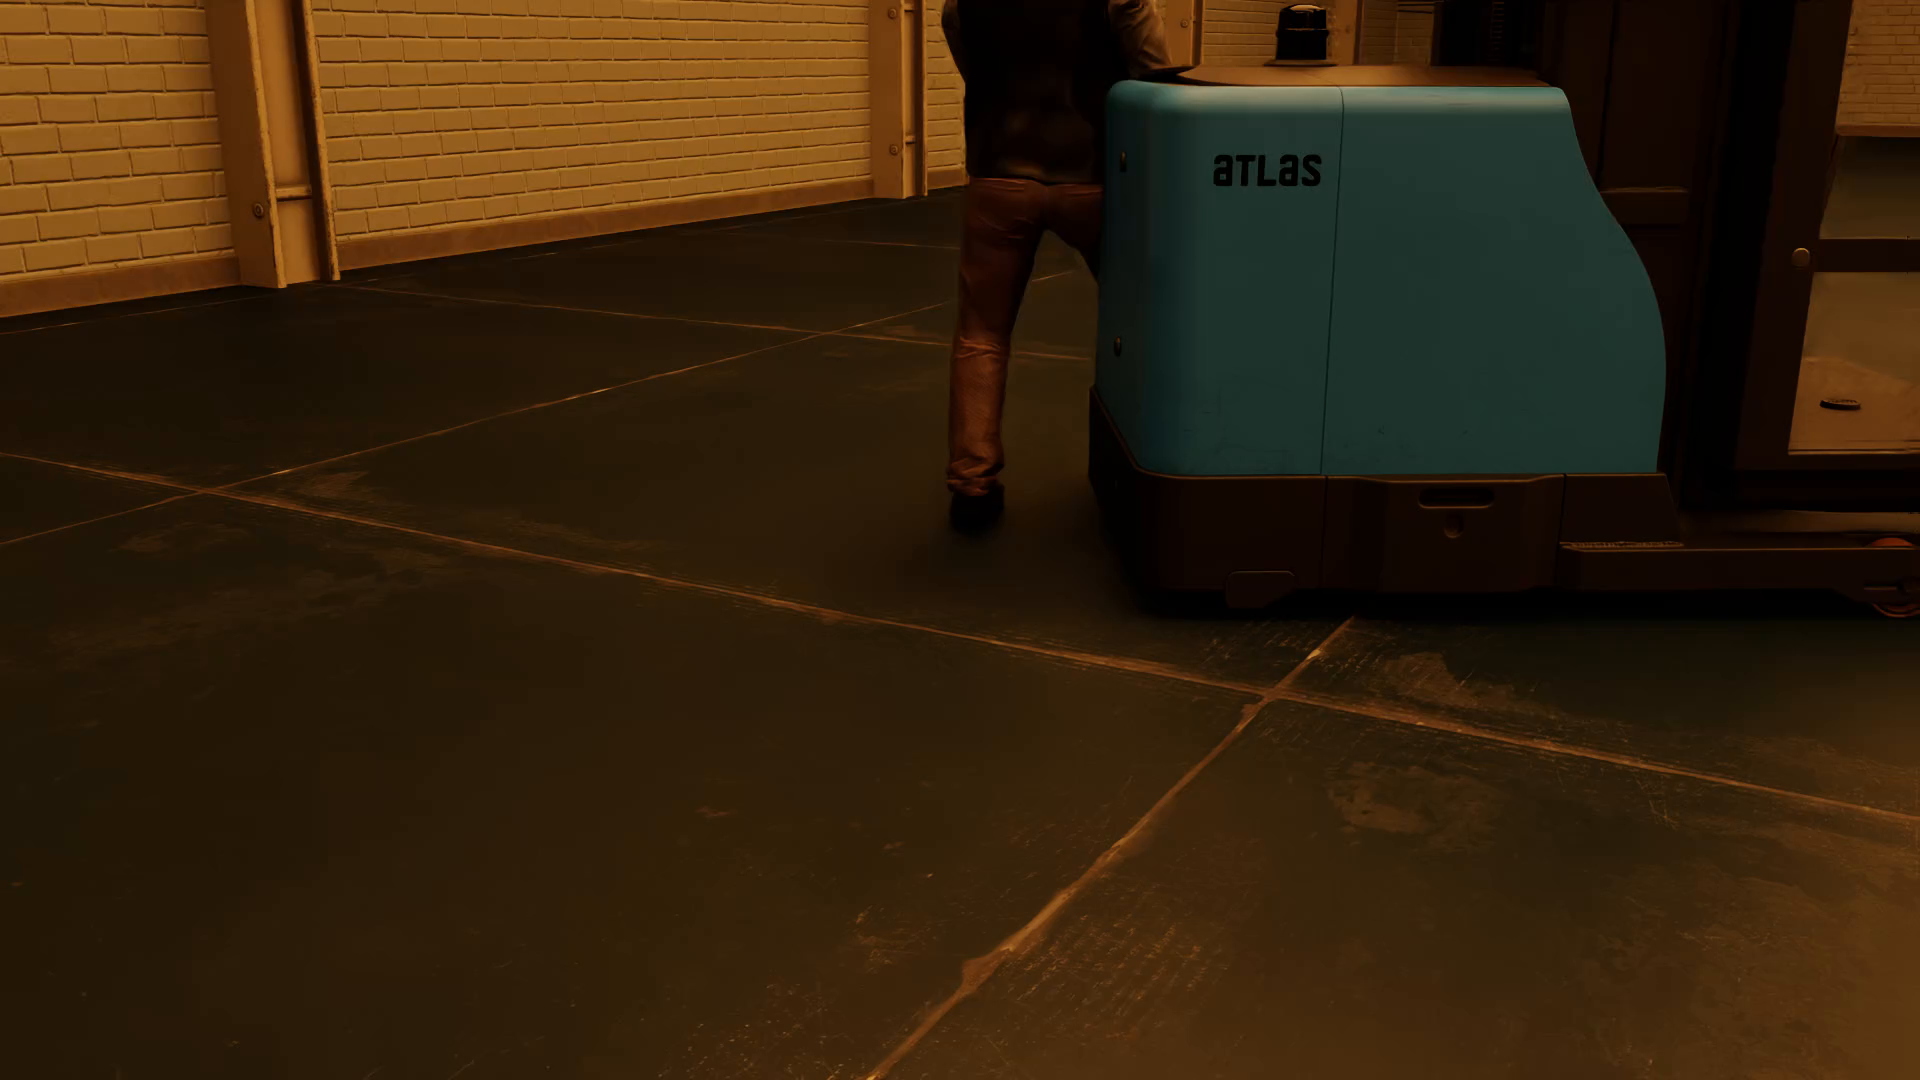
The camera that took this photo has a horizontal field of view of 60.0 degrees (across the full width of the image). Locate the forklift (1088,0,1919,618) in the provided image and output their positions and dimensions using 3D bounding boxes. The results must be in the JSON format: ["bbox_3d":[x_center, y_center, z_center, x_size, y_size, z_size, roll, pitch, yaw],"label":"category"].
[{"bbox_3d":[1.862,-1.392,3.580,3.031,2.935,1.130,0,16,-2],"label":"forklift"}]

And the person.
[{"bbox_3d":[0.295,-0.898,4.226,0.684,1.656,0.831,3,17,10],"label":"person"}]
